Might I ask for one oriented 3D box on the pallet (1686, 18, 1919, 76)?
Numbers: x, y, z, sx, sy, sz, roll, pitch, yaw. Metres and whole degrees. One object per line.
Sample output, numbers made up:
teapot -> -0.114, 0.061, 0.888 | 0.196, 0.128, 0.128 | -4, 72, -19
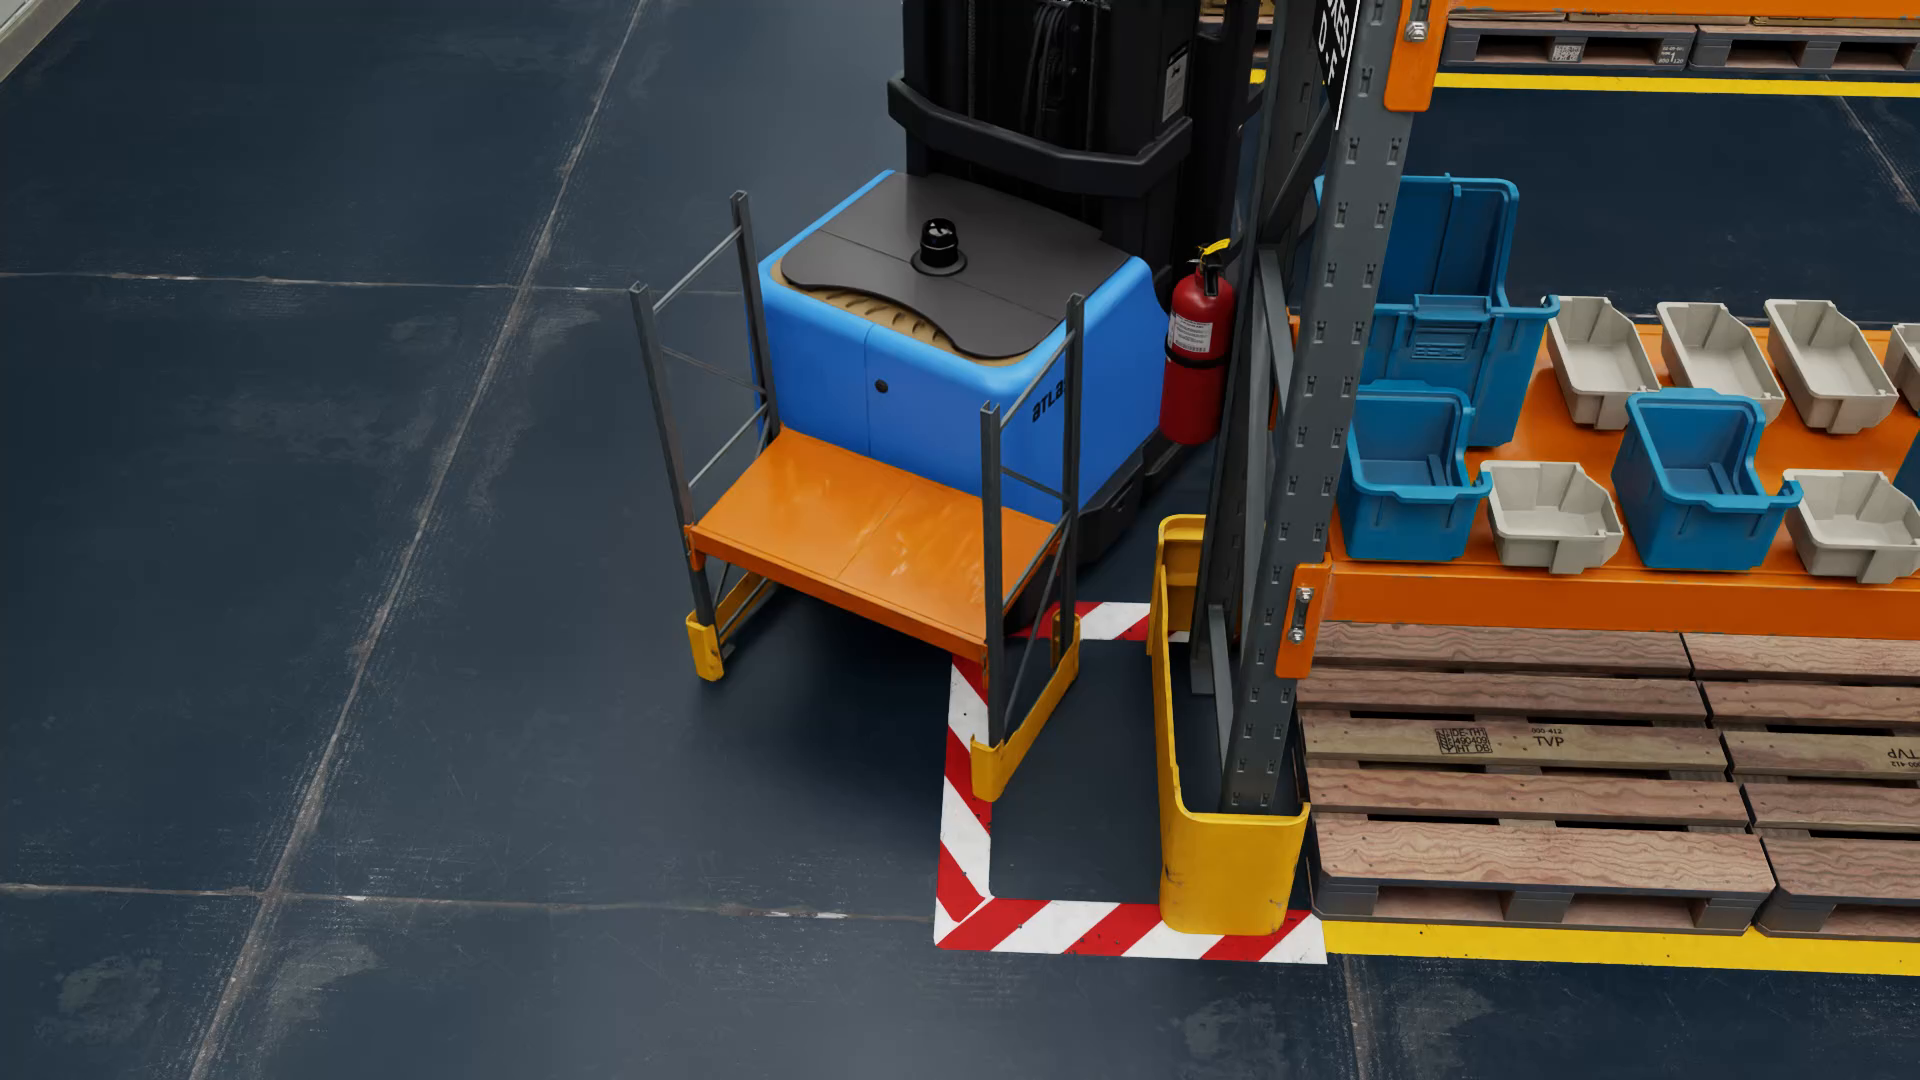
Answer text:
pallet -> 4.241, -2.722, 8.518 | 1.213, 0.211, 1.003 | 2, 43, 2

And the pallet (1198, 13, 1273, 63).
pallet -> 1.803, -2.797, 8.598 | 1.213, 0.211, 1.003 | 2, 43, 2

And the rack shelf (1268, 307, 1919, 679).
rack shelf -> 2.776, -0.092, 4.176 | 4.000, 0.370, 1.077 | 2, 43, 2

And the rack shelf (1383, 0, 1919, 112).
rack shelf -> 2.776, -1.189, 3.153 | 4.000, 0.370, 1.077 | 2, 43, 2

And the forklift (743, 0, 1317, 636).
forklift -> 0.558, -1.739, 5.467 | 1.130, 2.935, 3.031 | 24, 48, 24

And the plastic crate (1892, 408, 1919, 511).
plastic crate -> 2.325, -0.105, 3.741 | 0.300, 0.233, 0.416 | 2, 43, 2

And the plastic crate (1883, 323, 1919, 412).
plastic crate -> 2.466, -0.433, 4.164 | 0.250, 0.136, 0.298 | 2, 43, 2

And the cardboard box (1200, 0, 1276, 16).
cardboard box -> 1.644, -3.200, 8.235 | 0.875, 0.875, 0.875 | 2, 43, 2

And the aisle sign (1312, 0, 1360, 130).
aisle sign -> 0.693, -1.167, 2.895 | 0.004, 0.787, 0.394 | 2, 43, 2

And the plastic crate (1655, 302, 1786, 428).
plastic crate -> 1.890, -0.421, 4.151 | 0.243, 0.136, 0.396 | 2, 43, 2

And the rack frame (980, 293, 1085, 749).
rack frame -> 0.201, 0.065, 4.556 | 0.032, 1.500, 0.500 | 21, 50, 21

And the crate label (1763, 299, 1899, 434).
crate label -> 2.169, -0.429, 4.160 | 0.243, 0.136, 0.396 | 2, 43, 2

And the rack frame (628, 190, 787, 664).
rack frame -> -0.690, -0.269, 4.915 | 0.032, 1.500, 0.500 | 21, 50, 21

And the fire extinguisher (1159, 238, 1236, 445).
fire extinguisher -> 0.648, -0.566, 4.487 | 0.183, 0.674, 0.296 | 2, 43, 2

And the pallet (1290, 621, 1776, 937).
pallet -> 1.600, 0.656, 4.891 | 1.213, 0.211, 1.003 | 2, 43, 2

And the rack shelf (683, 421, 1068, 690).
rack shelf -> -0.239, 0.024, 4.864 | 1.000, 0.185, 0.538 | 21, 50, 21

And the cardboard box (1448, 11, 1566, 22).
cardboard box -> 2.553, -3.172, 8.205 | 0.875, 0.875, 0.875 | 2, 43, 2

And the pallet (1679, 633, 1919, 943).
pallet -> 2.816, 0.695, 4.849 | 1.213, 0.211, 1.003 | 2, 43, 2

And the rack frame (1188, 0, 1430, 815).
rack frame -> 0.778, -0.416, 3.996 | 0.127, 3.000, 1.000 | 2, 43, 2

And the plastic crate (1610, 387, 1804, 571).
plastic crate -> 1.668, -0.125, 3.762 | 0.300, 0.233, 0.416 | 2, 43, 2

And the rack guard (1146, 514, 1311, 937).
rack guard -> 0.753, 0.506, 4.840 | 0.348, 0.500, 1.175 | 2, 43, 2

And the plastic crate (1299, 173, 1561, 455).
plastic crate -> 1.121, -0.568, 4.089 | 0.499, 0.435, 0.616 | 2, 43, 2

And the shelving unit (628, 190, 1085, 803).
shelving unit -> -0.252, -0.105, 4.738 | 1.083, 1.500, 0.587 | 21, 50, 21

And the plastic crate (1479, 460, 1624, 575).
plastic crate -> 1.327, -0.044, 3.746 | 0.298, 0.136, 0.250 | 2, 43, 2

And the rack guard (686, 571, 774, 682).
rack guard -> -0.671, 0.167, 5.363 | 0.087, 0.250, 0.587 | 21, 50, 21

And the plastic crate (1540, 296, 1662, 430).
plastic crate -> 1.601, -0.440, 4.171 | 0.243, 0.136, 0.396 | 2, 43, 2

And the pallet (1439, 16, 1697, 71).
pallet -> 3.019, -2.758, 8.556 | 1.213, 0.211, 1.003 | 2, 43, 2

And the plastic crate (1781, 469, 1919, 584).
plastic crate -> 2.004, -0.023, 3.723 | 0.298, 0.136, 0.250 | 2, 43, 2

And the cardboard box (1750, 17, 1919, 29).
cardboard box -> 4.341, -3.117, 8.146 | 0.875, 0.875, 0.875 | 2, 43, 2

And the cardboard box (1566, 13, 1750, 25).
cardboard box -> 3.442, -3.145, 8.176 | 0.875, 0.875, 0.875 | 2, 43, 2

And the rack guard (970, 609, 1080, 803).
rack guard -> 0.202, 0.494, 5.011 | 0.087, 0.250, 0.587 | 21, 50, 21

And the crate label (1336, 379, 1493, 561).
crate label -> 1.010, -0.145, 3.784 | 0.303, 0.233, 0.416 | 2, 43, 2
